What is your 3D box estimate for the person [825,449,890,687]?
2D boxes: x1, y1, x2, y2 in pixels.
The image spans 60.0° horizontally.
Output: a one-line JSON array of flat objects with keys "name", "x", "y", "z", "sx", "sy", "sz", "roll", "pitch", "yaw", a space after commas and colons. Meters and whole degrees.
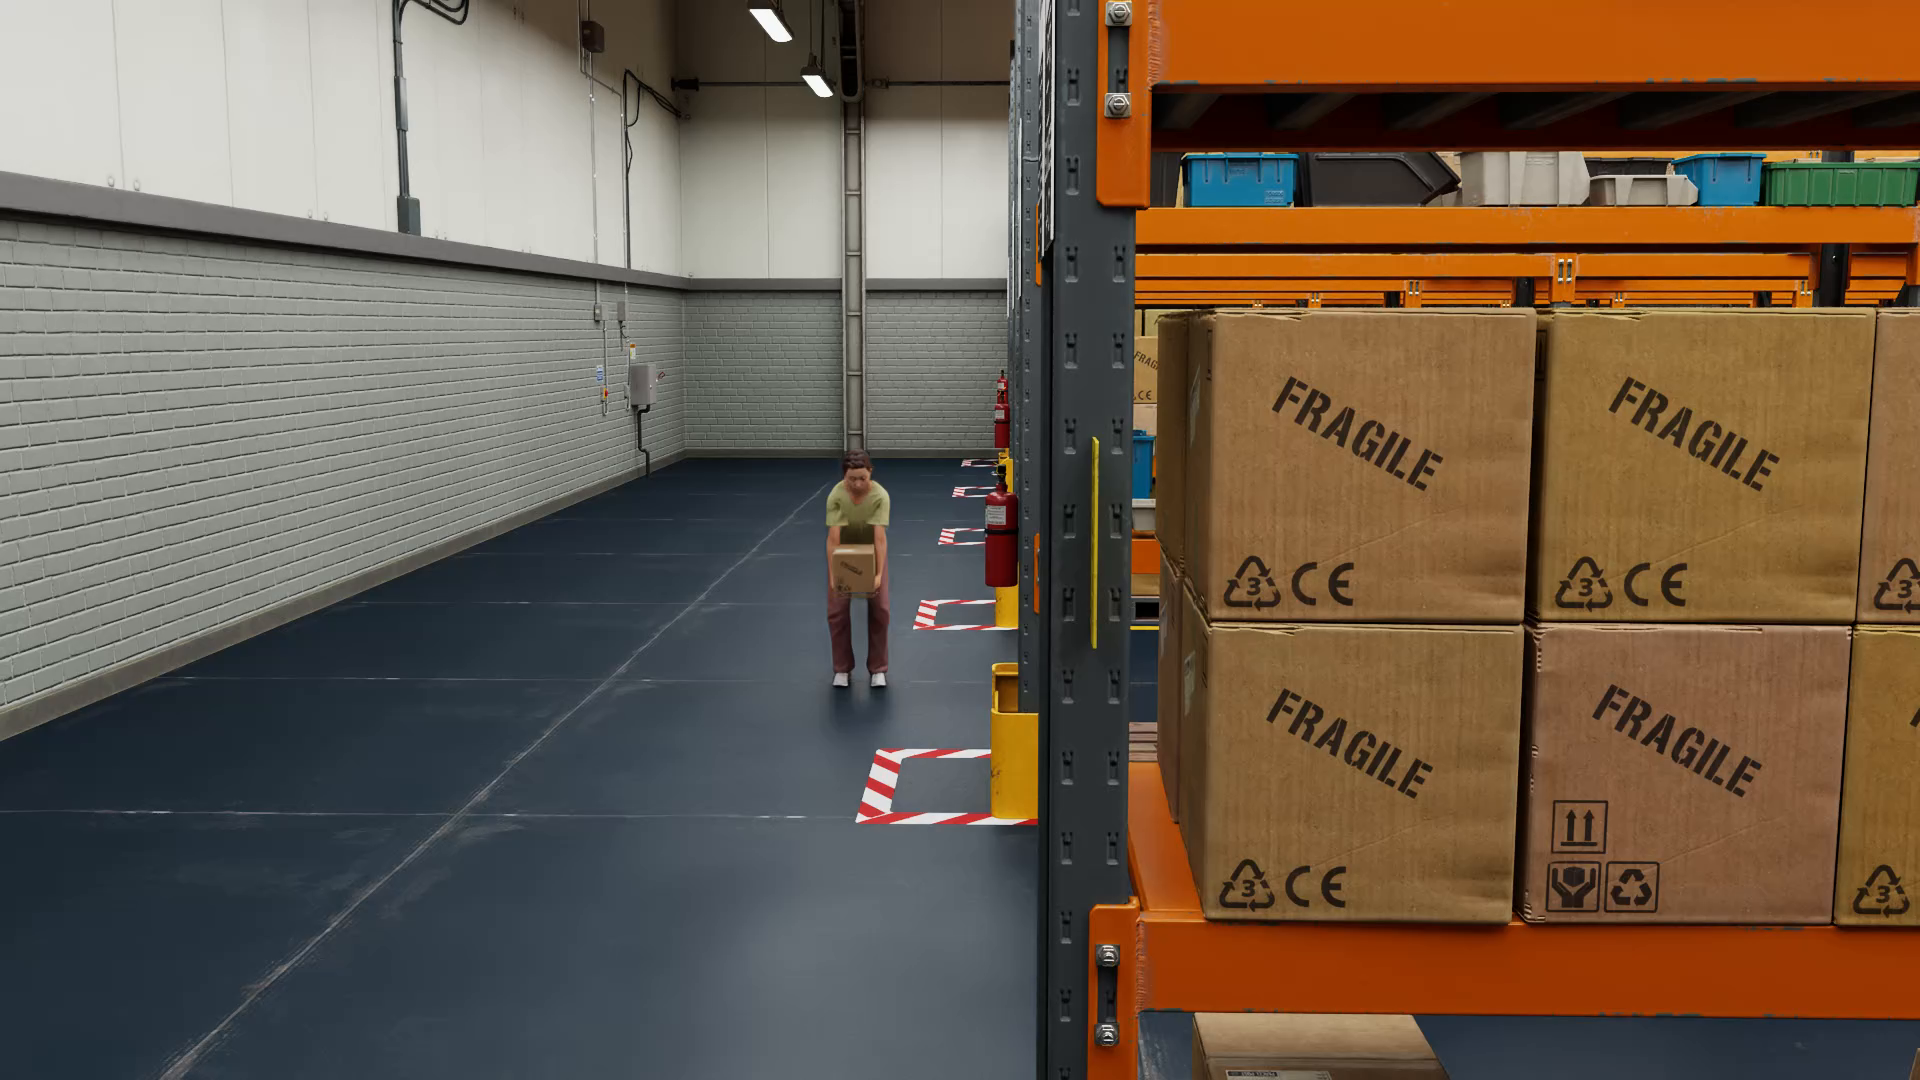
[{"name": "person", "x": -0.639, "y": 0.179, "z": 10.461, "sx": 0.410, "sy": 1.534, "sz": 0.635, "roll": 0, "pitch": 7, "yaw": 0}]
